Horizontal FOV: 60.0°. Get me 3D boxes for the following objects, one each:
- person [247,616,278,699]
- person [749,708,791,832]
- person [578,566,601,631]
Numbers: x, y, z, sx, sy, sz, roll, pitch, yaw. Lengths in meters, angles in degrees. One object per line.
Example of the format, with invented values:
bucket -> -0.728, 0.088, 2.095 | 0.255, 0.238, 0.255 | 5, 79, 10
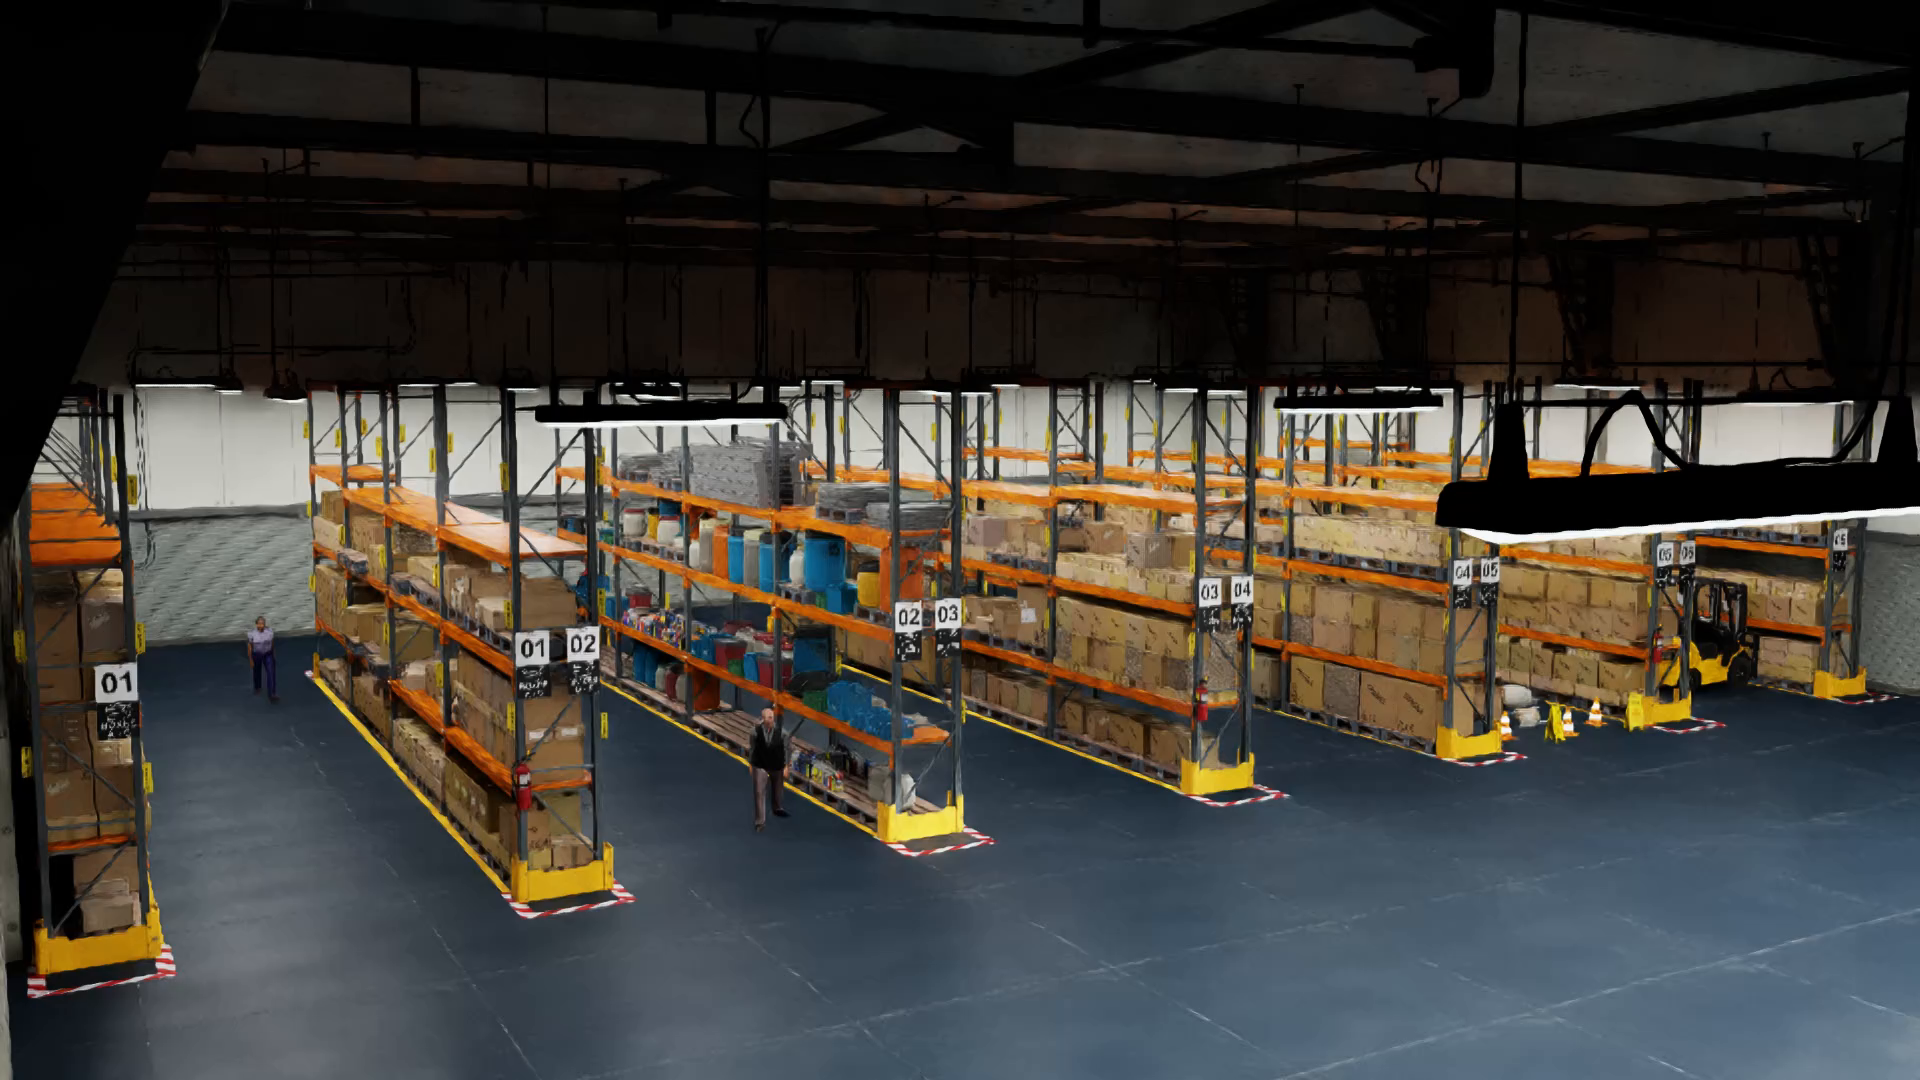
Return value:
person -> -13.208, 2.206, 31.437 | 0.479, 1.553, 1.090 | -3, 7, -26
person -> -2.598, 3.095, 22.720 | 0.572, 1.672, 0.961 | -1, 6, -8
person -> -8.741, 1.318, 39.249 | 0.547, 1.640, 1.116 | -4, 7, -31
